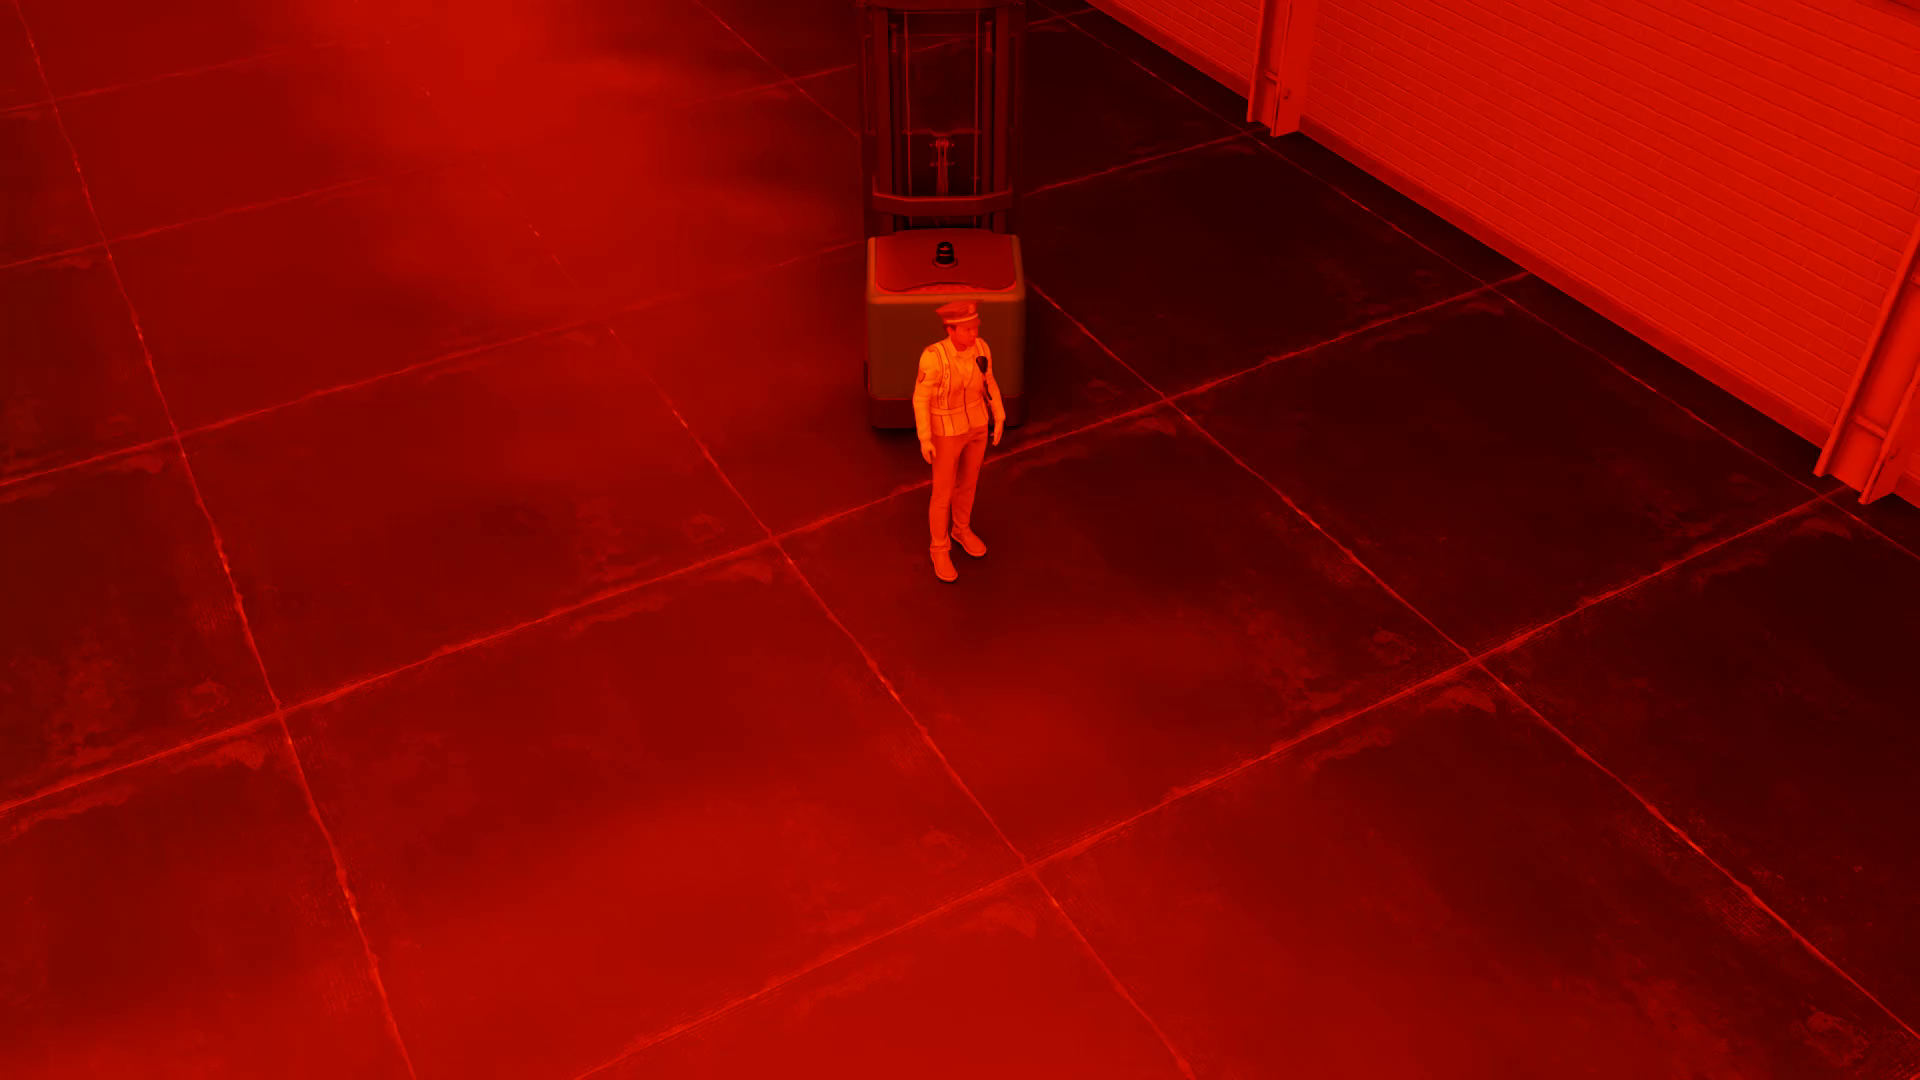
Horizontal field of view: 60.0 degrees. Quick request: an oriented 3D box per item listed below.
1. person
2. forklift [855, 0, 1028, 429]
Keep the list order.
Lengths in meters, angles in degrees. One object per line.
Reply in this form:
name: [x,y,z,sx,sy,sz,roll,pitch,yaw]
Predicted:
person: [0.029,-0.617,9.738,0.587,1.694,0.529,-20,44,-23]
forklift: [-0.136,-2.790,11.400,1.130,2.935,3.031,-1,40,-2]
